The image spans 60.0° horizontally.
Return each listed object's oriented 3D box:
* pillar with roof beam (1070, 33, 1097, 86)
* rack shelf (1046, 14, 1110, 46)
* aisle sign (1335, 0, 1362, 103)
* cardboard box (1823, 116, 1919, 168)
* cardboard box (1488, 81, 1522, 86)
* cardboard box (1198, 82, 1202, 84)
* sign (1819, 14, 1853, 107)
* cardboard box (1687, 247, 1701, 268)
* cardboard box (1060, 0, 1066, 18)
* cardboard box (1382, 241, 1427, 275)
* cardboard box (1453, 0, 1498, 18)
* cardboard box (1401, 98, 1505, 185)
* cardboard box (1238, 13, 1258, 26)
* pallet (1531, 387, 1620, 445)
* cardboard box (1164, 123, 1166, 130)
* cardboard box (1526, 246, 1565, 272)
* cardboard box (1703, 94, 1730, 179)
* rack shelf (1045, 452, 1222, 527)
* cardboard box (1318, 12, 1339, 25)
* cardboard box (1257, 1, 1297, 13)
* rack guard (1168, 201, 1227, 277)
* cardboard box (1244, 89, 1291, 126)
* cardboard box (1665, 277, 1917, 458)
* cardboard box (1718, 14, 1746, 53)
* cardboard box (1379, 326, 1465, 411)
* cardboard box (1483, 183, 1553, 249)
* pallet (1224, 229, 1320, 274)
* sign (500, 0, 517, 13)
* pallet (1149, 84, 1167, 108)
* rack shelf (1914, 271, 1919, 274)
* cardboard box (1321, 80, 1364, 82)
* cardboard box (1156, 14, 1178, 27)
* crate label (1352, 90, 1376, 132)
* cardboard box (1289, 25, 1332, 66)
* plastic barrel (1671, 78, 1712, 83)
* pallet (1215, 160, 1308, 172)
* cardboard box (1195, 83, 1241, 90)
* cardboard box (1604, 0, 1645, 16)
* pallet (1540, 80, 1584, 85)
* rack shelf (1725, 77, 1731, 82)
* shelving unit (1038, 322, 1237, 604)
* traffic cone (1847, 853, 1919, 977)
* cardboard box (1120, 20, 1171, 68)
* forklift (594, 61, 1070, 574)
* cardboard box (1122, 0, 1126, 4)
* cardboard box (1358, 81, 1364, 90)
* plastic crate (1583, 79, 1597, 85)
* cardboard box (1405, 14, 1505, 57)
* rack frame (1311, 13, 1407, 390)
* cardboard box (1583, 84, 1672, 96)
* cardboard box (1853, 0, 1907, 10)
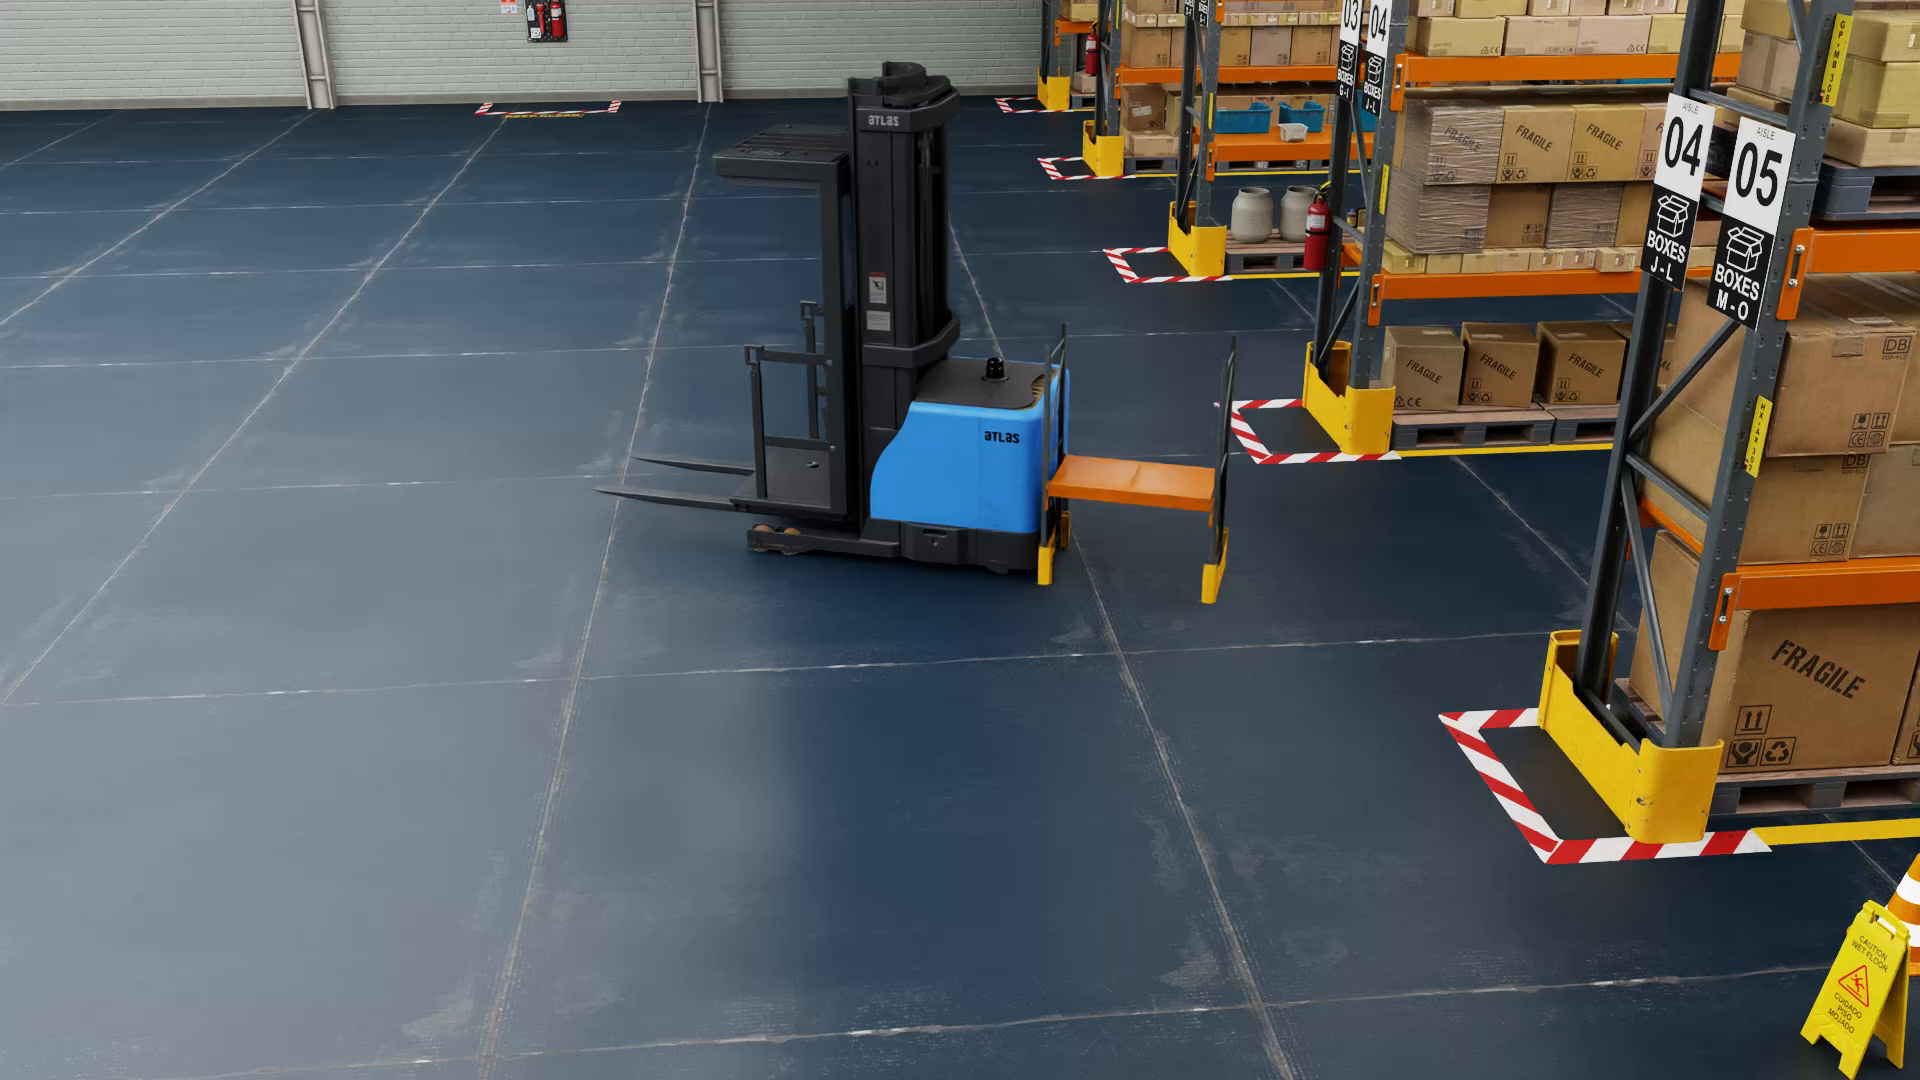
[{"bbox_3d":[2.426,-9.613,21.298,0.400,9.000,9.100,-2,24,-5],"label":"pillar with roof beam"},{"bbox_3d":[3.381,-7.985,25.907,4.000,0.370,1.077,-2,24,-5],"label":"rack shelf"},{"bbox_3d":[2.760,-3.534,11.807,0.004,0.787,0.394,-2,24,-5],"label":"aisle sign"},{"bbox_3d":[3.611,-1.596,6.624,0.250,0.149,0.380,-2,24,-5],"label":"cardboard box"},{"bbox_3d":[8.641,-7.562,26.606,0.500,0.500,0.700,-2,24,-4],"label":"cardboard box"},{"bbox_3d":[3.778,-7.236,26.305,0.250,0.149,0.380,-4,24,-9],"label":"cardboard box"},{"bbox_3d":[3.287,-1.800,6.240,0.005,0.325,0.100,-2,24,-5],"label":"sign"},{"bbox_3d":[5.153,-2.091,12.070,0.250,0.149,0.380,-2,24,-5],"label":"cardboard box"},{"bbox_3d":[1.837,-8.271,25.826,0.500,0.250,0.500,-2,24,-4],"label":"cardboard box"},{"bbox_3d":[3.158,-2.028,11.928,0.250,0.149,0.380,-2,24,-5],"label":"cardboard box"},{"bbox_3d":[3.416,-3.600,11.158,0.250,0.149,0.380,-2,24,-4],"label":"cardboard box"},{"bbox_3d":[3.425,-2.778,11.586,0.500,0.500,0.500,-2,24,-5],"label":"cardboard box"},{"bbox_3d":[3.575,-6.555,20.882,0.250,0.149,0.380,-3,24,-6],"label":"cardboard box"},{"bbox_3d":[4.950,-1.022,12.789,1.213,0.211,1.003,-2,24,-5],"label":"pallet"},{"bbox_3d":[2.882,-5.333,21.923,0.500,0.250,0.500,-2,24,-5],"label":"cardboard box"},{"bbox_3d":[4.156,-2.059,11.999,0.250,0.149,0.380,-2,24,-5],"label":"cardboard box"},{"bbox_3d":[5.416,-2.856,11.763,0.500,0.500,0.500,-2,24,-5],"label":"cardboard box"},{"bbox_3d":[1.059,-0.310,10.044,1.000,0.185,0.538,6,25,13],"label":"rack shelf"},{"bbox_3d":[4.600,-6.596,20.975,0.250,0.149,0.380,-2,24,-5],"label":"cardboard box"},{"bbox_3d":[3.923,-6.949,20.972,0.500,0.500,0.700,-2,24,-5],"label":"cardboard box"},{"bbox_3d":[2.436,-3.109,17.129,0.348,0.500,1.175,-2,24,-5],"label":"rack guard"},{"bbox_3d":[3.930,-5.500,21.376,0.500,0.500,0.500,-2,24,-5],"label":"cardboard box"},{"bbox_3d":[3.611,-0.780,7.297,0.550,0.550,0.875,-2,24,-5],"label":"cardboard box"},{"bbox_3d":[5.377,-3.526,11.482,0.500,0.250,0.500,-2,24,-6],"label":"cardboard box"},{"bbox_3d":[3.474,-1.295,12.531,0.500,0.500,0.500,2,24,5],"label":"cardboard box"},{"bbox_3d":[3.887,-2.488,12.166,0.500,0.500,0.875,-2,24,-5],"label":"cardboard box"},{"bbox_3d":[3.245,-3.007,17.256,1.213,0.211,1.003,-2,24,-5],"label":"pallet"},{"bbox_3d":[-6.992,-8.324,25.742,0.234,0.329,0.001,-2,24,-5],"label":"sign"},{"bbox_3d":[3.490,-7.028,26.302,1.213,0.211,1.003,-2,24,-5],"label":"pallet"},{"bbox_3d":[8.822,-2.138,12.753,4.000,0.370,1.077,-2,24,-5],"label":"rack shelf"},{"bbox_3d":[6.102,-7.488,26.440,0.500,0.500,0.700,-1,24,-3],"label":"cardboard box"},{"bbox_3d":[2.556,-6.514,20.790,0.250,0.149,0.380,-3,24,-7],"label":"cardboard box"},{"bbox_3d":[4.170,-4.428,16.976,0.616,0.435,0.502,-2,24,-5],"label":"crate label"},{"bbox_3d":[4.397,-6.375,21.276,0.500,0.500,0.700,-2,24,-4],"label":"cardboard box"},{"bbox_3d":[7.319,-4.401,16.790,0.433,0.535,0.433,0,24,0],"label":"plastic barrel"},{"bbox_3d":[3.850,-5.052,21.857,1.213,0.211,1.003,-2,24,-5],"label":"pallet"},{"bbox_3d":[3.380,-5.697,21.820,0.500,0.500,0.500,-2,24,-5],"label":"cardboard box"},{"bbox_3d":[4.446,-3.667,11.309,0.250,0.149,0.380,-3,24,-8],"label":"cardboard box"},{"bbox_3d":[10.144,-7.280,26.869,1.213,0.211,1.003,-2,24,-5],"label":"pallet"},{"bbox_3d":[11.833,-6.302,22.121,4.000,0.370,1.077,-2,24,-5],"label":"rack shelf"},{"bbox_3d":[1.068,-0.474,9.969,1.083,1.500,0.587,6,25,13],"label":"shelving unit"},{"bbox_3d":[3.906,1.494,6.820,0.334,0.463,0.336,-2,24,-5],"label":"traffic cone"},{"bbox_3d":[2.347,-6.291,21.087,0.500,0.500,0.700,-2,24,-5],"label":"cardboard box"},{"bbox_3d":[-0.861,-1.442,10.386,3.031,2.935,1.130,6,25,13],"label":"forklift"},{"bbox_3d":[2.388,-8.430,25.260,0.500,0.500,0.500,-2,24,-5],"label":"cardboard box"},{"bbox_3d":[5.370,-5.777,22.000,0.500,0.500,0.500,-2,24,-5],"label":"cardboard box"},{"bbox_3d":[6.797,-4.561,17.240,0.583,0.464,0.402,-2,24,-5],"label":"plastic crate"},{"bbox_3d":[3.356,-3.444,11.297,0.500,0.250,0.500,-2,24,-4],"label":"cardboard box"},{"bbox_3d":[2.851,-2.227,12.068,0.127,3.000,1.000,-2,24,-5],"label":"rack frame"},{"bbox_3d":[4.868,-3.046,12.189,0.500,0.500,0.500,-2,24,-5],"label":"cardboard box"},{"bbox_3d":[3.789,-2.236,7.083,0.250,0.149,0.380,-2,24,-5],"label":"cardboard box"}]
